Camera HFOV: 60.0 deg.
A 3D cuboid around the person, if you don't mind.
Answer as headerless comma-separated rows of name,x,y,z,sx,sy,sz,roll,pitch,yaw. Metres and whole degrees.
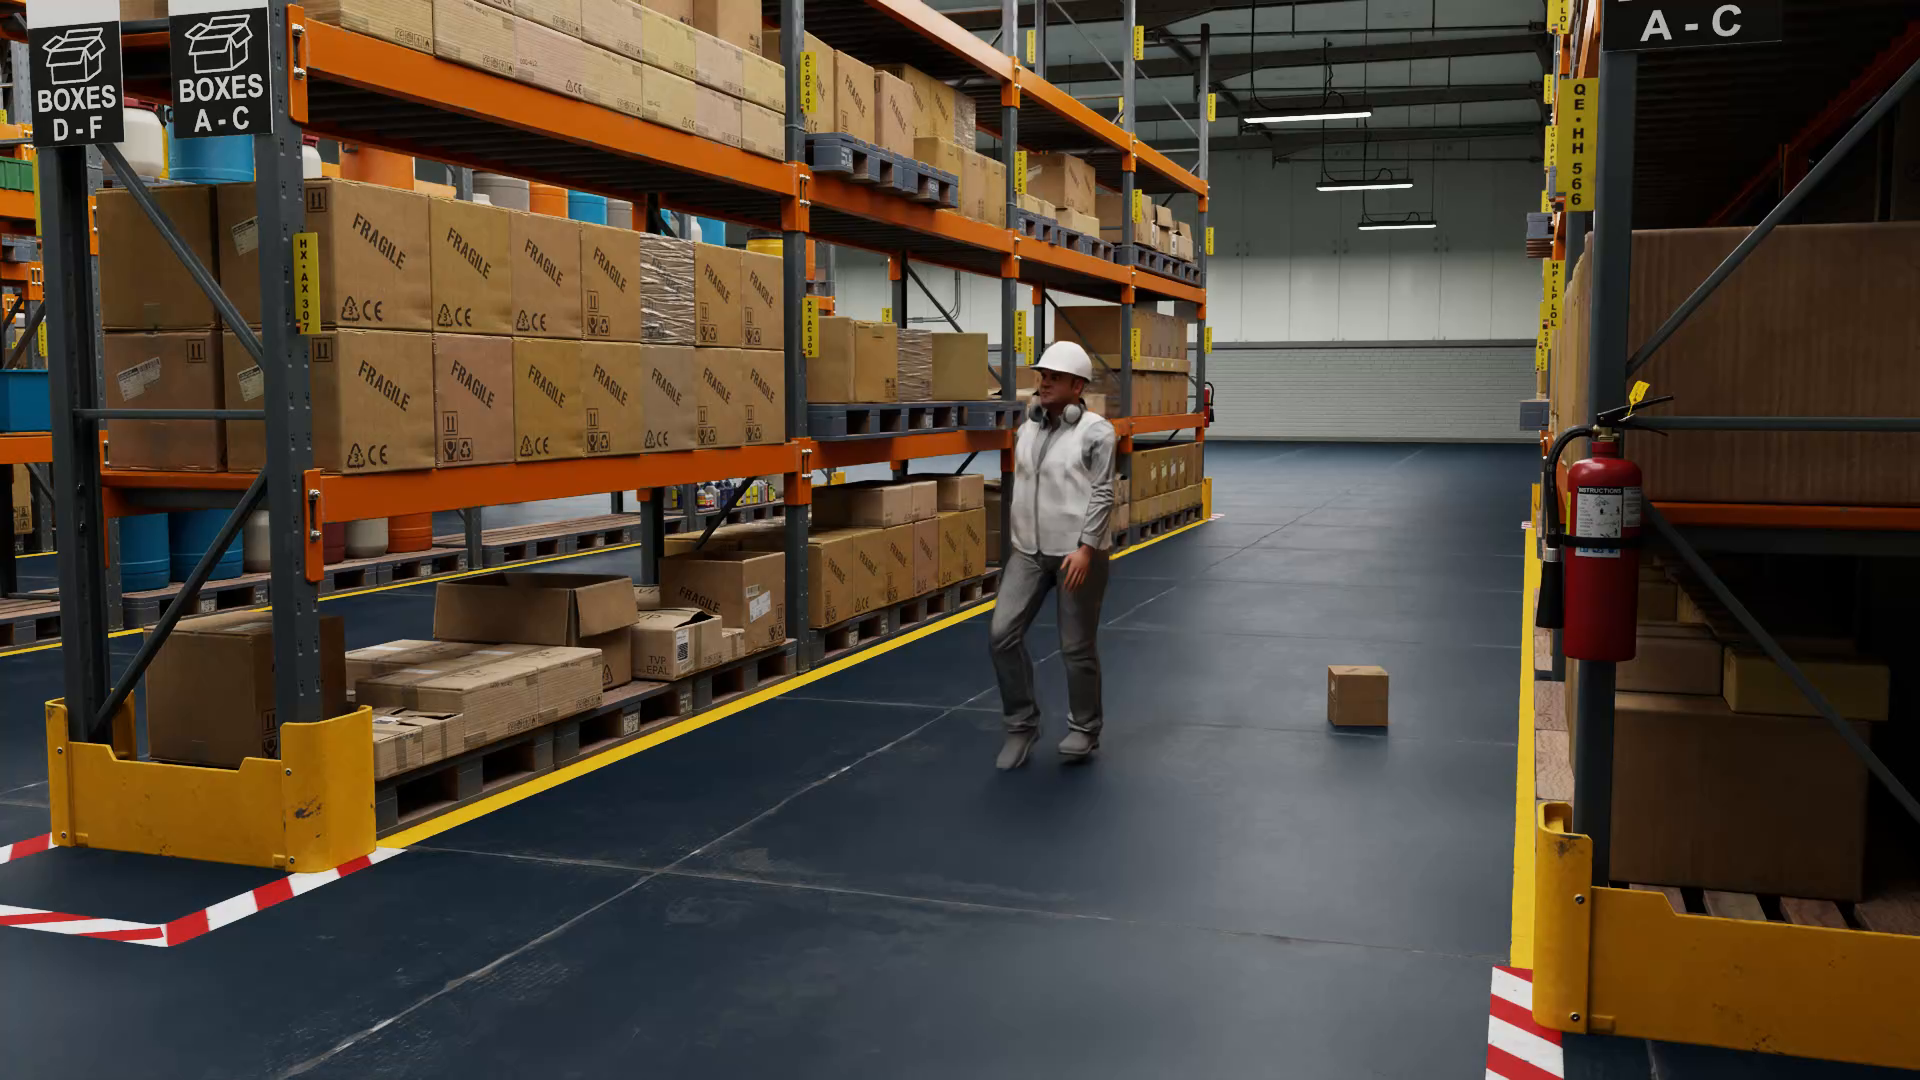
person,0.415,0.081,7.034,0.549,1.831,0.537,4,6,35
